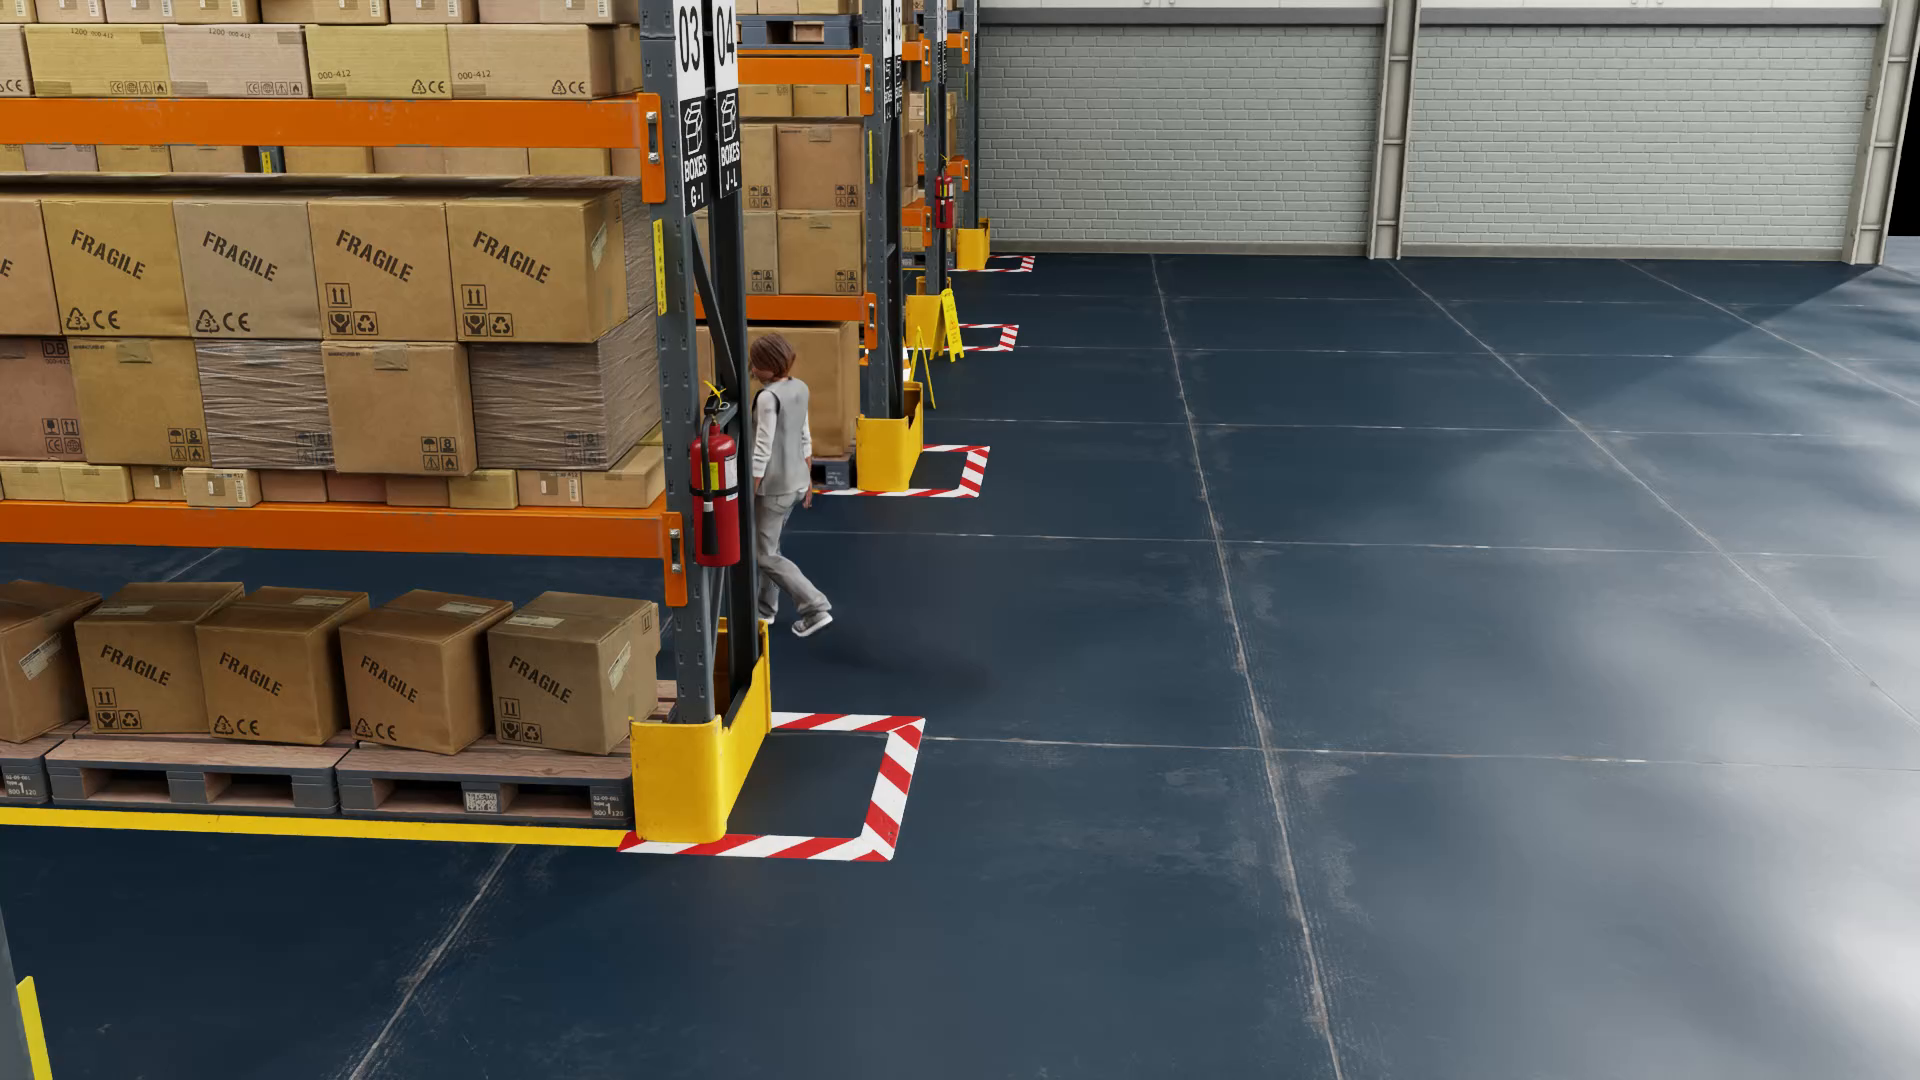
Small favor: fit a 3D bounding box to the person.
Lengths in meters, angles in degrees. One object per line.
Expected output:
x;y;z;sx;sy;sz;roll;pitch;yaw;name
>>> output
-0.923;-0.261;8.389;0.764;1.563;0.447;8;20;25;person
